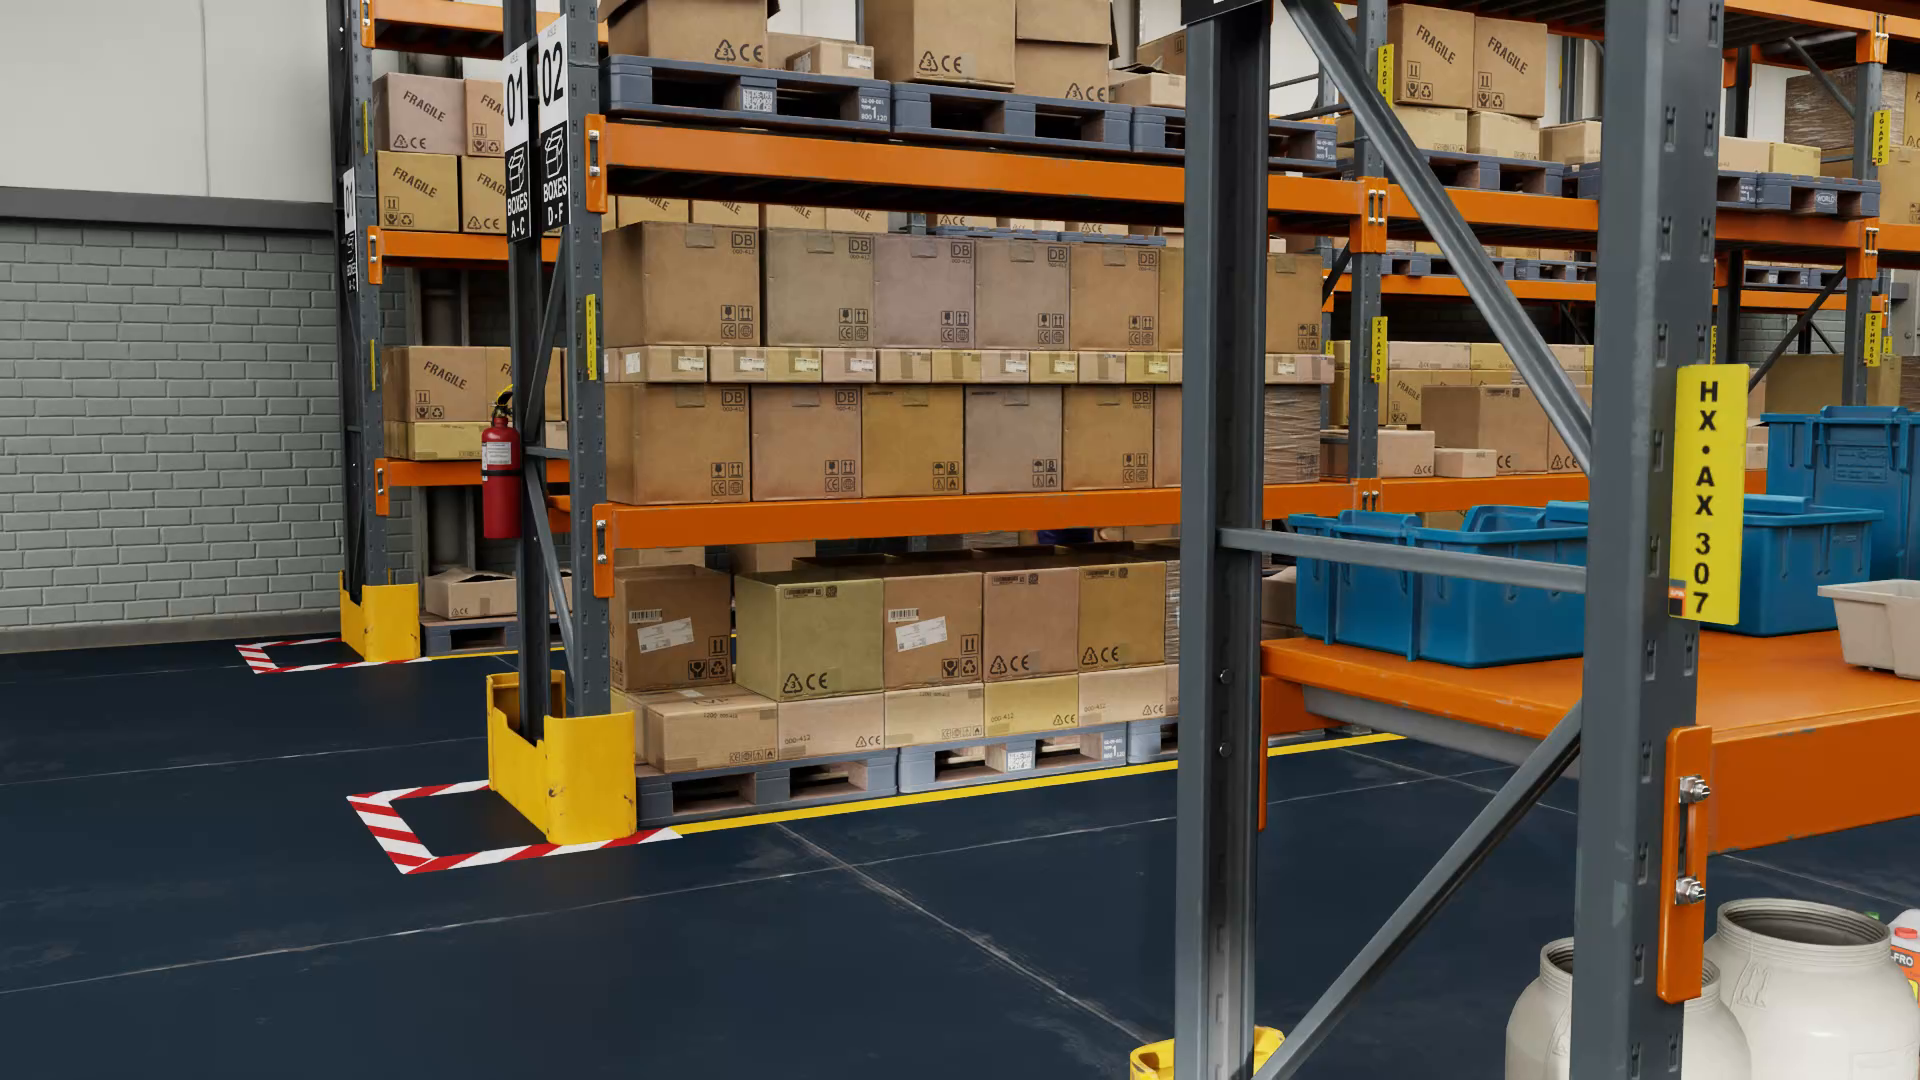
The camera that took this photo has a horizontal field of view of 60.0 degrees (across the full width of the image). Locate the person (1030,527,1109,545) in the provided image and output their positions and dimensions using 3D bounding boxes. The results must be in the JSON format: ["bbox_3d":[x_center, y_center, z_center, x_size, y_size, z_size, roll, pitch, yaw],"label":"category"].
[{"bbox_3d":[0.681,-0.017,10.583,0.511,1.650,0.361,-3,6,-34],"label":"person"}]
